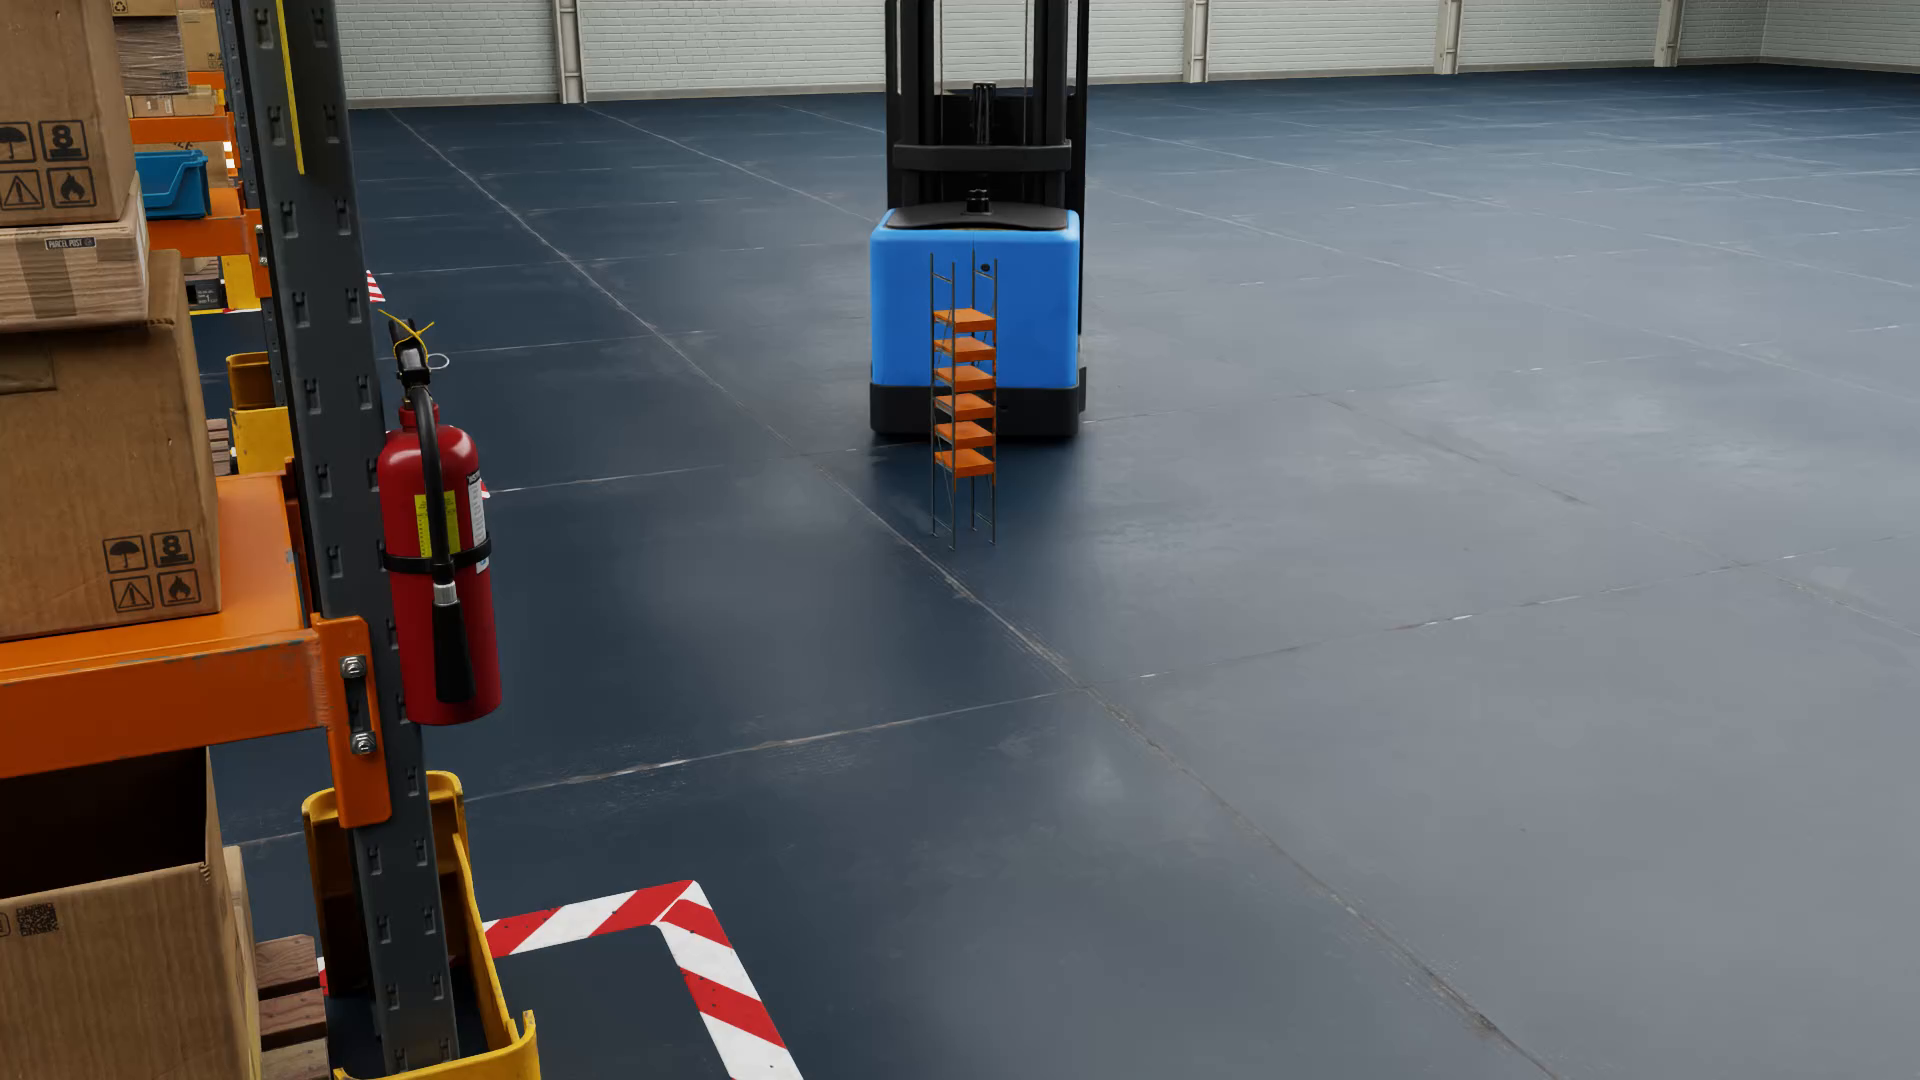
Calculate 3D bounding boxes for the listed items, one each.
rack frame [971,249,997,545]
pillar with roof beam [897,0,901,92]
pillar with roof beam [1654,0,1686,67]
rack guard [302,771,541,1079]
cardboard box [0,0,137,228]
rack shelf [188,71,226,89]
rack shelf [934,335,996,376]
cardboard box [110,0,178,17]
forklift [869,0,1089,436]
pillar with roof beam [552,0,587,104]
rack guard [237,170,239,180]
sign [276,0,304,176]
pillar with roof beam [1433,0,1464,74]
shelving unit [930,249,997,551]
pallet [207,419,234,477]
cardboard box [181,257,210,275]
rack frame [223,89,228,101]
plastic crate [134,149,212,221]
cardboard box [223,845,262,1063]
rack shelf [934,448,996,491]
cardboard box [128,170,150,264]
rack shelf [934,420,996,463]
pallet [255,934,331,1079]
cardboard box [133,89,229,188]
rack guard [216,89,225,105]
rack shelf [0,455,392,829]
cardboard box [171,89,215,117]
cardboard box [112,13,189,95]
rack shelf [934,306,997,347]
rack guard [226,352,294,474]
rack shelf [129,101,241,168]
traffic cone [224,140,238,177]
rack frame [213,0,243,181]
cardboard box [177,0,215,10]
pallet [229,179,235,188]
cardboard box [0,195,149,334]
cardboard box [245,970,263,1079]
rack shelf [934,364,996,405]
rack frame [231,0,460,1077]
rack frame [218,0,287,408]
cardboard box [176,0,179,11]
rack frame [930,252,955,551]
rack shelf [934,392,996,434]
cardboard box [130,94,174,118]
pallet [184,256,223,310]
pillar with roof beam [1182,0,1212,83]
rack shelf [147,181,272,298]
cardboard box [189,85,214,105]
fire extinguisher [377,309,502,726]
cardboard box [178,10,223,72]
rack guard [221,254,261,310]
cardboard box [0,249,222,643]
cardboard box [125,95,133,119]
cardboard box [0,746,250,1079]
[{"bbox_3d":[0.097,-0.580,6.862,0.006,1.200,0.240,-8,21,-22],"label":"rack frame"},{"bbox_3d":[0.754,-11.033,24.806,0.400,9.000,9.100,-8,21,-22],"label":"pillar with roof beam"},{"bbox_3d":[17.281,-13.401,31.531,0.400,9.000,9.100,-8,21,-22],"label":"pillar with roof beam"},{"bbox_3d":[-1.136,0.979,3.490,0.348,0.500,1.175,-8,21,-22],"label":"rack guard"},{"bbox_3d":[-1.641,-0.792,2.650,0.500,0.500,0.700,-8,21,-22],"label":"cardboard box"},{"bbox_3d":[-8.787,-4.142,15.352,4.000,0.370,1.077,-8,21,-22],"label":"rack shelf"},{"bbox_3d":[0.013,-0.752,6.763,0.180,0.103,0.258,-8,21,-22],"label":"rack shelf"},{"bbox_3d":[-5.486,-3.730,10.995,0.500,0.500,0.500,-8,21,-22],"label":"cardboard box"},{"bbox_3d":[0.160,-2.343,9.264,1.130,2.935,3.031,1,19,3],"label":"forklift"},{"bbox_3d":[-4.756,-10.243,22.565,0.400,9.000,9.100,-8,21,-22],"label":"pillar with roof beam"},{"bbox_3d":[-6.929,-3.569,16.404,0.348,0.500,1.175,-8,21,-22],"label":"rack guard"},{"bbox_3d":[-0.956,-0.688,2.359,0.005,0.325,0.100,-8,21,-22],"label":"sign"},{"bbox_3d":[11.772,-12.611,29.290,0.400,9.000,9.100,-8,21,-22],"label":"pillar with roof beam"},{"bbox_3d":[0.013,-0.568,6.828,0.189,1.200,0.258,-8,21,-22],"label":"shelving unit"},{"bbox_3d":[-3.916,-0.263,7.452,1.213,0.211,1.003,-8,21,-22],"label":"pallet"},{"bbox_3d":[-5.659,-2.161,11.773,0.500,0.500,0.500,-4,20,-12],"label":"cardboard box"},{"bbox_3d":[-9.004,-6.241,20.230,0.127,3.000,1.000,-8,21,-22],"label":"rack frame"},{"bbox_3d":[-3.458,-1.481,6.936,0.616,0.251,0.499,-8,21,-22],"label":"plastic crate"},{"bbox_3d":[-1.739,0.904,3.445,0.500,0.250,0.500,-8,21,-22],"label":"cardboard box"},{"bbox_3d":[0.013,-0.300,6.923,0.180,0.103,0.258,-8,21,-22],"label":"rack shelf"},{"bbox_3d":[-1.604,-0.564,2.981,0.250,0.149,0.380,-8,21,-22],"label":"cardboard box"},{"bbox_3d":[0.013,-0.413,6.883,0.180,0.103,0.258,-8,21,-22],"label":"rack shelf"},{"bbox_3d":[-1.844,1.231,3.207,1.213,0.211,1.003,-8,21,-22],"label":"pallet"},{"bbox_3d":[-7.547,-3.831,15.953,0.875,0.875,0.875,-8,21,-22],"label":"cardboard box"},{"bbox_3d":[-10.952,-6.578,24.951,0.348,0.500,1.175,-8,21,-22],"label":"rack guard"},{"bbox_3d":[-2.995,0.405,2.438,4.000,0.370,1.077,-8,21,-22],"label":"rack shelf"},{"bbox_3d":[-5.259,-3.000,11.403,0.250,0.149,0.380,-8,21,-22],"label":"cardboard box"},{"bbox_3d":[-5.595,-3.342,11.399,0.500,0.500,0.875,-8,21,-22],"label":"cardboard box"},{"bbox_3d":[0.013,-0.866,6.723,0.180,0.103,0.258,-8,21,-22],"label":"rack shelf"},{"bbox_3d":[-3.168,-0.505,7.703,0.348,0.500,1.175,-8,21,-22],"label":"rack guard"},{"bbox_3d":[-6.915,-2.616,11.019,4.000,0.370,1.077,-8,21,-22],"label":"rack shelf"},{"bbox_3d":[-8.136,-4.300,18.539,0.334,0.463,0.336,-8,21,-22],"label":"traffic cone"},{"bbox_3d":[-5.079,-3.219,11.647,0.127,3.000,1.000,-8,21,-22],"label":"rack frame"},{"bbox_3d":[-7.307,-5.288,15.671,0.550,0.550,0.875,-8,21,-22],"label":"cardboard box"},{"bbox_3d":[-7.654,-3.300,16.077,1.213,0.211,1.003,-8,21,-22],"label":"pallet"},{"bbox_3d":[-1.434,-0.442,2.633,0.250,0.149,0.380,-9,21,-23],"label":"cardboard box"},{"bbox_3d":[-1.534,1.062,2.996,0.500,0.250,0.500,-8,21,-22],"label":"cardboard box"},{"bbox_3d":[0.013,-0.639,6.803,0.180,0.103,0.258,-8,21,-22],"label":"rack shelf"},{"bbox_3d":[-1.158,-0.197,3.066,0.127,3.000,1.000,-8,21,-22],"label":"rack frame"},{"bbox_3d":[-3.117,-1.708,7.357,0.127,3.000,1.000,-8,21,-22],"label":"rack frame"},{"bbox_3d":[-5.692,-3.888,11.445,0.500,0.500,0.500,-8,21,-22],"label":"cardboard box"},{"bbox_3d":[-0.071,-0.556,6.794,0.006,1.200,0.240,-8,21,-22],"label":"rack frame"},{"bbox_3d":[0.013,-0.526,6.843,0.180,0.103,0.258,-8,21,-22],"label":"rack shelf"},{"bbox_3d":[-5.489,-2.967,11.310,0.250,0.149,0.380,-8,21,-22],"label":"cardboard box"},{"bbox_3d":[-5.909,-1.797,11.809,1.213,0.211,1.003,-8,21,-22],"label":"pallet"},{"bbox_3d":[6.263,-11.822,27.048,0.400,9.000,9.100,-8,21,-22],"label":"pillar with roof beam"},{"bbox_3d":[-4.953,-1.106,6.729,4.000,0.370,1.077,-8,21,-22],"label":"rack shelf"},{"bbox_3d":[-5.435,-3.135,11.788,0.250,0.149,0.380,-8,21,-22],"label":"cardboard box"},{"bbox_3d":[-0.866,-0.035,2.720,0.183,0.674,0.296,-8,21,-22],"label":"fire extinguisher"},{"bbox_3d":[-7.273,-4.753,15.777,0.550,0.550,0.875,-8,21,-22],"label":"cardboard box"},{"bbox_3d":[-5.149,-2.030,12.033,0.348,0.500,1.175,-8,21,-22],"label":"rack guard"},{"bbox_3d":[-1.592,-0.187,2.886,0.500,0.500,0.700,-8,21,-22],"label":"cardboard box"},{"bbox_3d":[-5.698,-2.918,11.172,0.250,0.149,0.380,-8,21,-22],"label":"cardboard box"},{"bbox_3d":[-1.533,0.709,2.870,0.500,0.500,0.500,-8,21,-22],"label":"cardboard box"}]
